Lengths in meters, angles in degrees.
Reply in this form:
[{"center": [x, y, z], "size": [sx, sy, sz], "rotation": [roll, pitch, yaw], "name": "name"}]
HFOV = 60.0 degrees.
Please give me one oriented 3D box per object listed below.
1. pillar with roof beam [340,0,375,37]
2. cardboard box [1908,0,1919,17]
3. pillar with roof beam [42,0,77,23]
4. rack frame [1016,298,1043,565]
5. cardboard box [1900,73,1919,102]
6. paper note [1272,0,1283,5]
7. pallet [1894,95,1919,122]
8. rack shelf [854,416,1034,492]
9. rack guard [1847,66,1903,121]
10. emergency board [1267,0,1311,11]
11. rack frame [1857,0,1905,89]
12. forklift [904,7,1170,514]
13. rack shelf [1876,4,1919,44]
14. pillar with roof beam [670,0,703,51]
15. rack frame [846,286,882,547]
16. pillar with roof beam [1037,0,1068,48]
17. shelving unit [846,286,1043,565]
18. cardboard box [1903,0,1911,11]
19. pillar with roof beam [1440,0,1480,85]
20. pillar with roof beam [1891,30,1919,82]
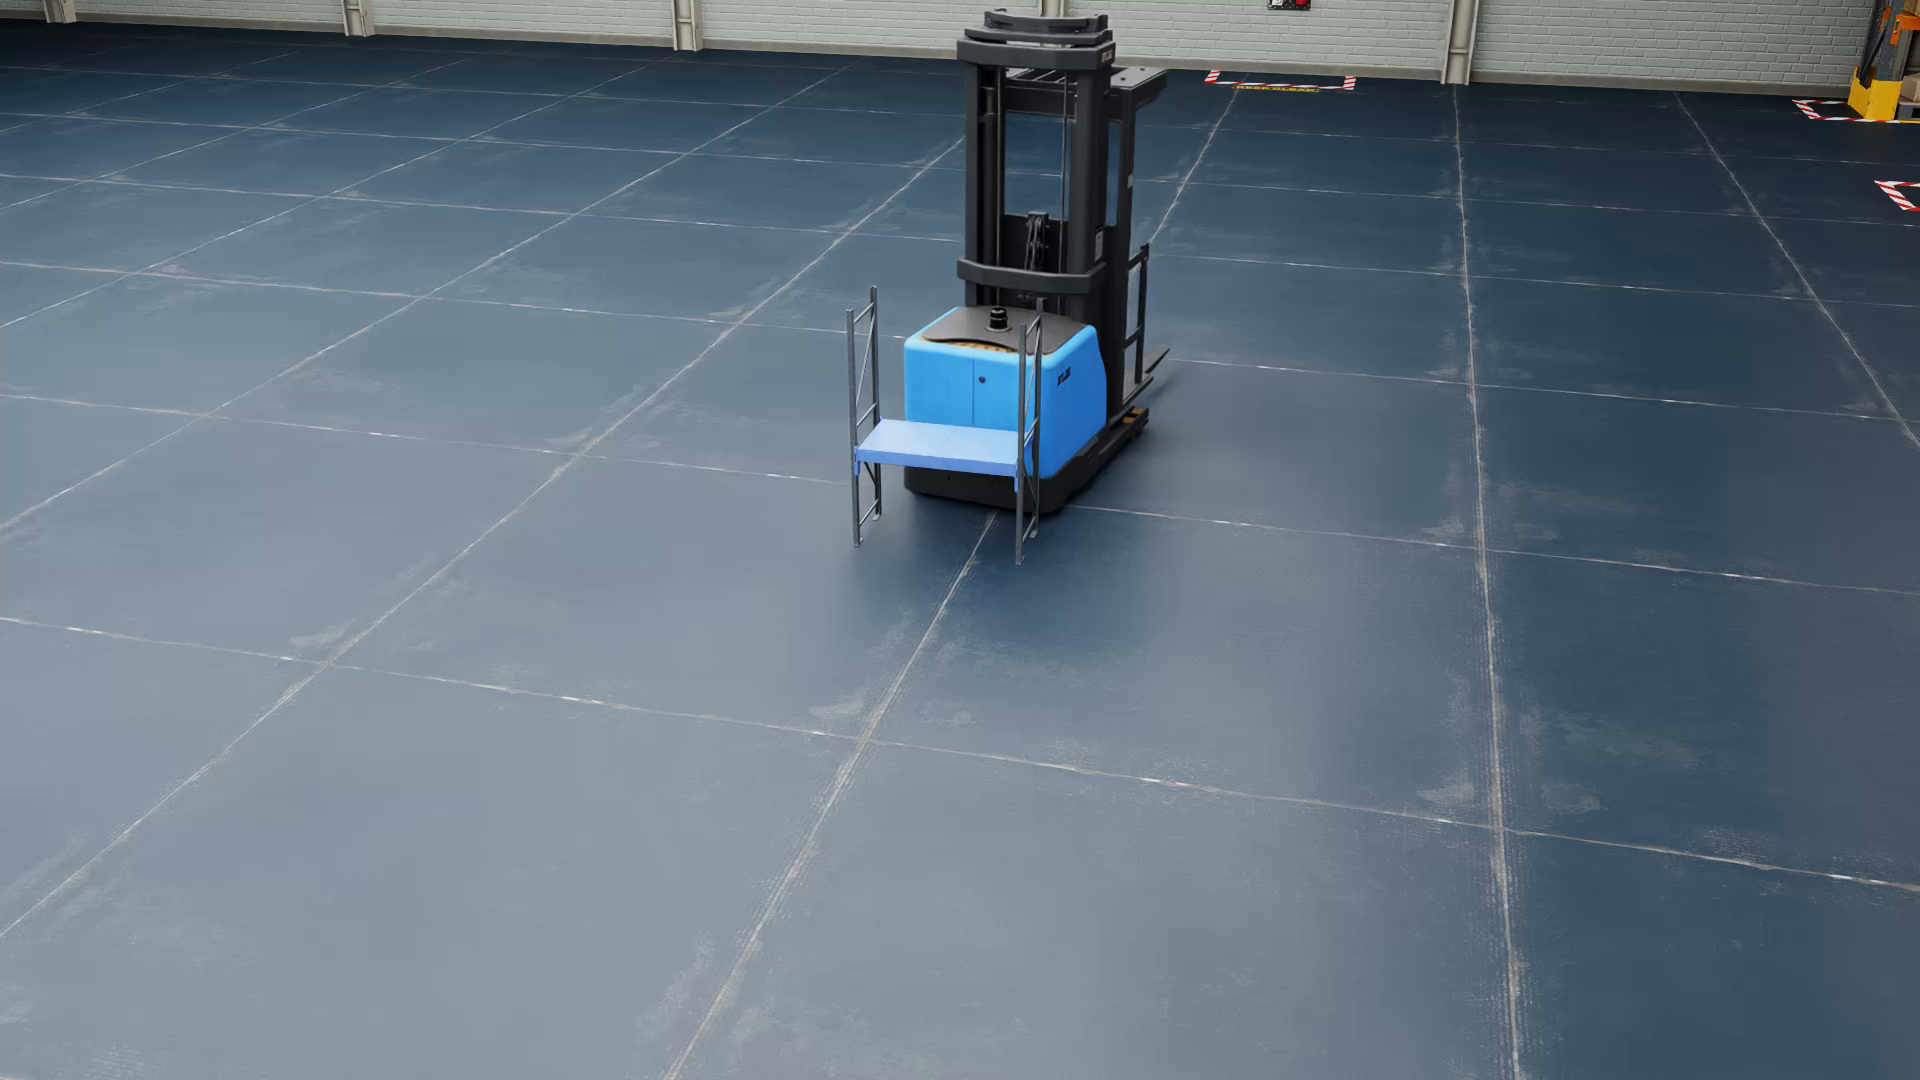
[{"center": [-11.282, -10.880, 22.635], "size": [0.400, 9.000, 9.100], "rotation": [6, 26, 13], "name": "pillar with roof beam"}, {"center": [12.534, -6.866, 21.334], "size": [0.500, 0.250, 0.500], "rotation": [6, 26, 11], "name": "cardboard box"}, {"center": [-17.093, -11.523, 23.984], "size": [0.400, 9.000, 9.100], "rotation": [6, 26, 13], "name": "pillar with roof beam"}, {"center": [0.410, -0.632, 9.832], "size": [0.032, 1.500, 0.500], "rotation": [6, 26, 13], "name": "rack frame"}, {"center": [12.788, -5.982, 21.942], "size": [0.500, 0.311, 0.500], "rotation": [3, 26, 7], "name": "cardboard box"}, {"center": [4.685, -7.967, 24.520], "size": [0.142, 0.148, 0.016], "rotation": [6, 26, 13], "name": "paper note"}, {"center": [12.992, -5.740, 22.062], "size": [1.213, 0.211, 1.003], "rotation": [6, 26, 13], "name": "pallet"}, {"center": [-0.083, -0.524, 10.024], "size": [1.000, 0.185, 0.538], "rotation": [6, 26, 13], "name": "rack shelf"}, {"center": [12.214, -5.973, 22.213], "size": [0.348, 0.500, 1.175], "rotation": [6, 26, 13], "name": "rack guard"}, {"center": [4.839, -8.317, 24.230], "size": [0.643, 1.169, 0.194], "rotation": [6, 26, 13], "name": "emergency board"}, {"center": [12.140, -7.109, 21.693], "size": [0.127, 3.000, 1.000], "rotation": [6, 26, 13], "name": "rack frame"}, {"center": [0.700, -2.093, 11.237], "size": [1.130, 2.935, 3.031], "rotation": [11, 28, 22], "name": "forklift"}, {"center": [14.077, -6.570, 21.398], "size": [4.000, 0.370, 1.077], "rotation": [6, 26, 13], "name": "rack shelf"}, {"center": [-5.471, -10.238, 21.286], "size": [0.400, 9.000, 9.100], "rotation": [6, 26, 13], "name": "pillar with roof beam"}, {"center": [-0.575, -0.741, 10.061], "size": [0.032, 1.500, 0.500], "rotation": [6, 26, 13], "name": "rack frame"}, {"center": [0.340, -9.596, 19.936], "size": [0.400, 9.000, 9.100], "rotation": [6, 26, 13], "name": "pillar with roof beam"}, {"center": [-0.083, -0.686, 9.947], "size": [1.048, 1.500, 0.538], "rotation": [6, 26, 13], "name": "shelving unit"}, {"center": [12.641, -7.081, 21.785], "size": [0.500, 0.250, 0.500], "rotation": [7, 26, 14], "name": "cardboard box"}, {"center": [6.151, -8.953, 18.587], "size": [0.400, 9.000, 9.100], "rotation": [6, 26, 13], "name": "pillar with roof beam"}, {"center": [11.961, -8.311, 17.238], "size": [0.400, 9.000, 9.100], "rotation": [6, 26, 13], "name": "pillar with roof beam"}]
